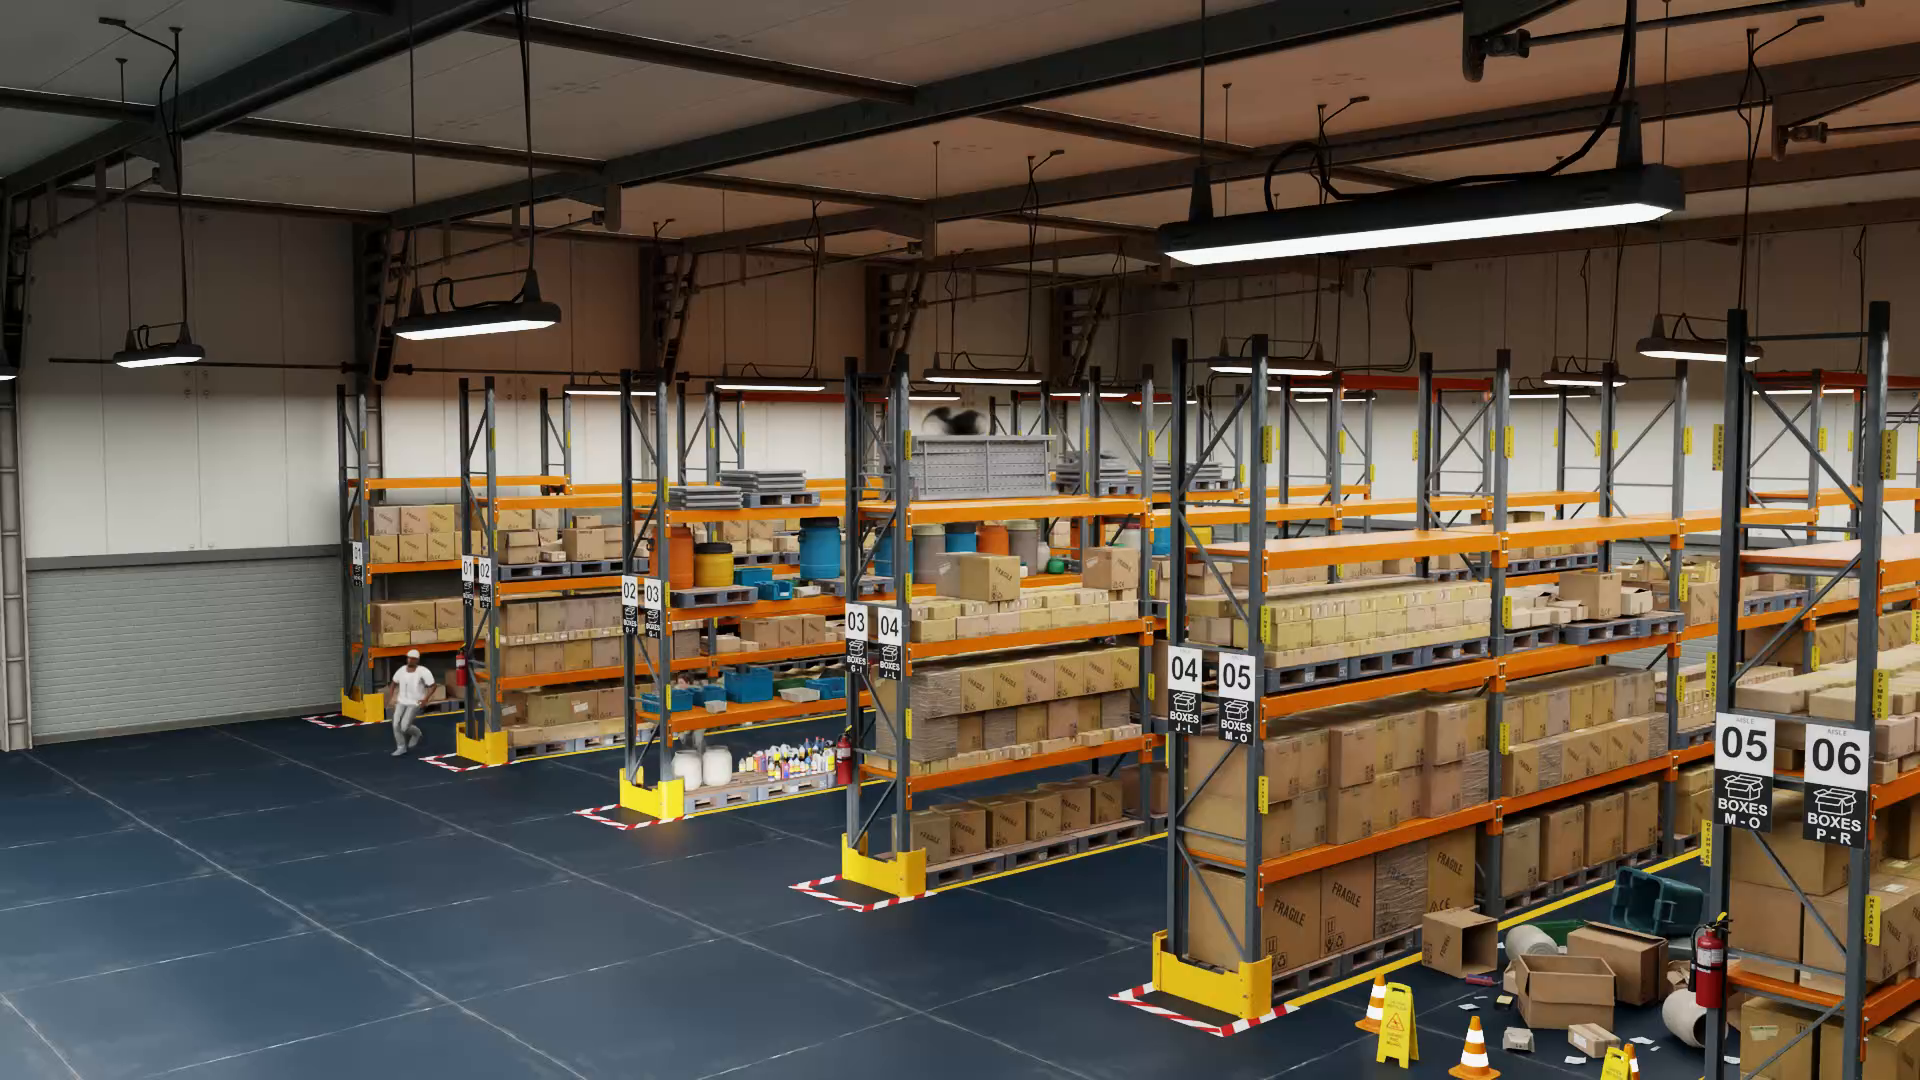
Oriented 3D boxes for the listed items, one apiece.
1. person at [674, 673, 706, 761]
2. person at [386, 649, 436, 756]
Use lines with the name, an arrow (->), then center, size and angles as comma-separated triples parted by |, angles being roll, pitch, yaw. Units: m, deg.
person -> -4.143, 2.746, 25.436 | 0.591, 1.503, 0.820 | 1, 4, 20
person -> -8.750, 2.583, 26.498 | 0.751, 1.705, 0.549 | 1, 4, 15
